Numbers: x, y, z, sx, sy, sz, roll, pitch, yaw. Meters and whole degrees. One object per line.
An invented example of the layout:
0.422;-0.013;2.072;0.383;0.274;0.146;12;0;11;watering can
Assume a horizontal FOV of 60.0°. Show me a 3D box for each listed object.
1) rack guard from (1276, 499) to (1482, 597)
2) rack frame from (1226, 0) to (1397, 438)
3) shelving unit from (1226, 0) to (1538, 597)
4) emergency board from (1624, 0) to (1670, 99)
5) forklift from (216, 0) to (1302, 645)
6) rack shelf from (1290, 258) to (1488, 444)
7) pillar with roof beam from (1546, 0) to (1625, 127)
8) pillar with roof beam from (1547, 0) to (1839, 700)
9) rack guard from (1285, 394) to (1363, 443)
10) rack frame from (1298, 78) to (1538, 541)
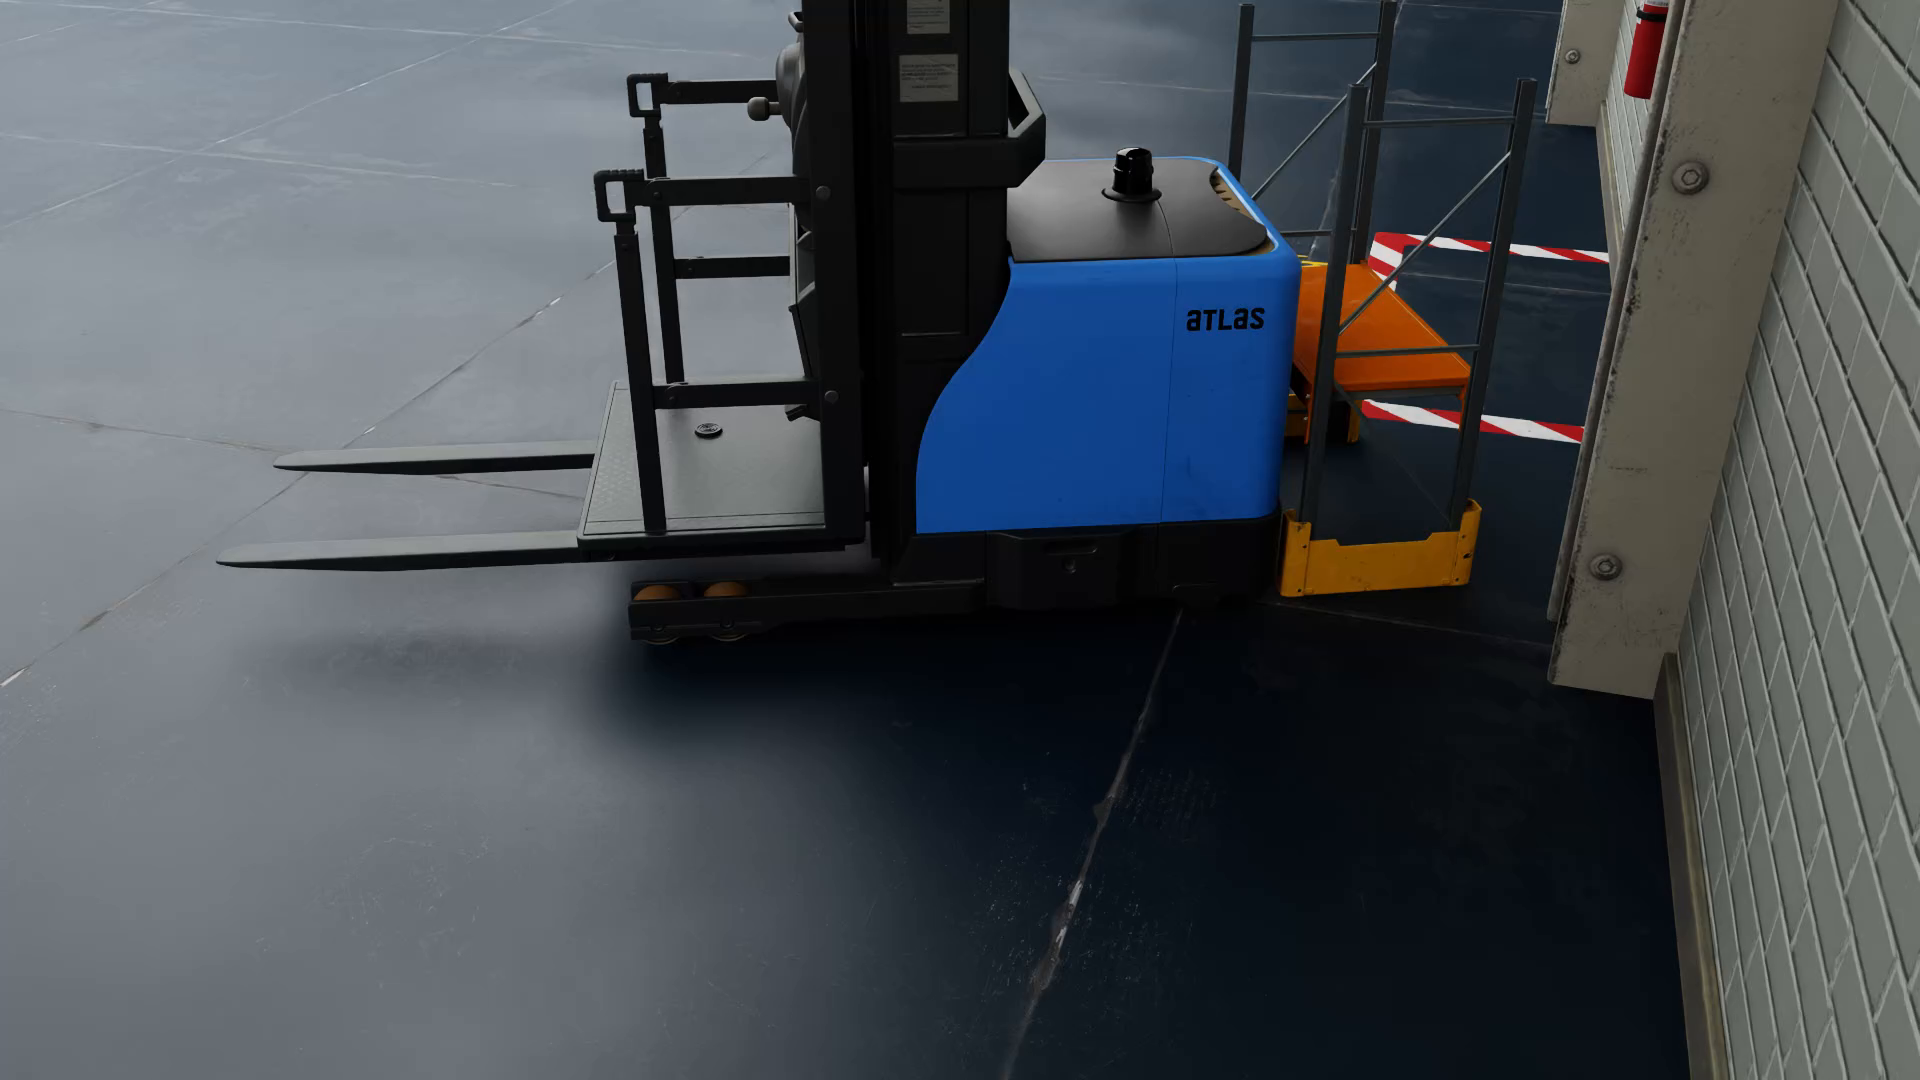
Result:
1.244;0.023;4.952;0.587;0.250;0.087;-4;29;-7;rack guard
1.112;-1.013;5.528;0.500;1.500;0.032;-4;29;-7;rack frame
1.179;-0.764;5.079;0.587;1.500;1.083;-4;29;-7;shelving unit
2.575;-2.133;6.000;0.194;1.169;0.643;8;30;15;emergency board
-0.620;-1.253;4.487;3.031;2.935;1.130;-3;29;-5;forklift
1.178;-0.611;5.175;0.538;0.185;1.000;-4;29;-7;rack shelf
-0.541;-7.015;8.603;9.100;9.000;0.400;8;30;15;pillar with roof beam
-2.302;-4.226;3.591;9.100;9.000;0.400;8;30;15;pillar with roof beam
1.113;-0.458;5.815;0.587;0.250;0.087;-4;29;-7;rack guard
1.244;-0.523;4.647;0.500;1.500;0.032;-4;29;-7;rack frame
